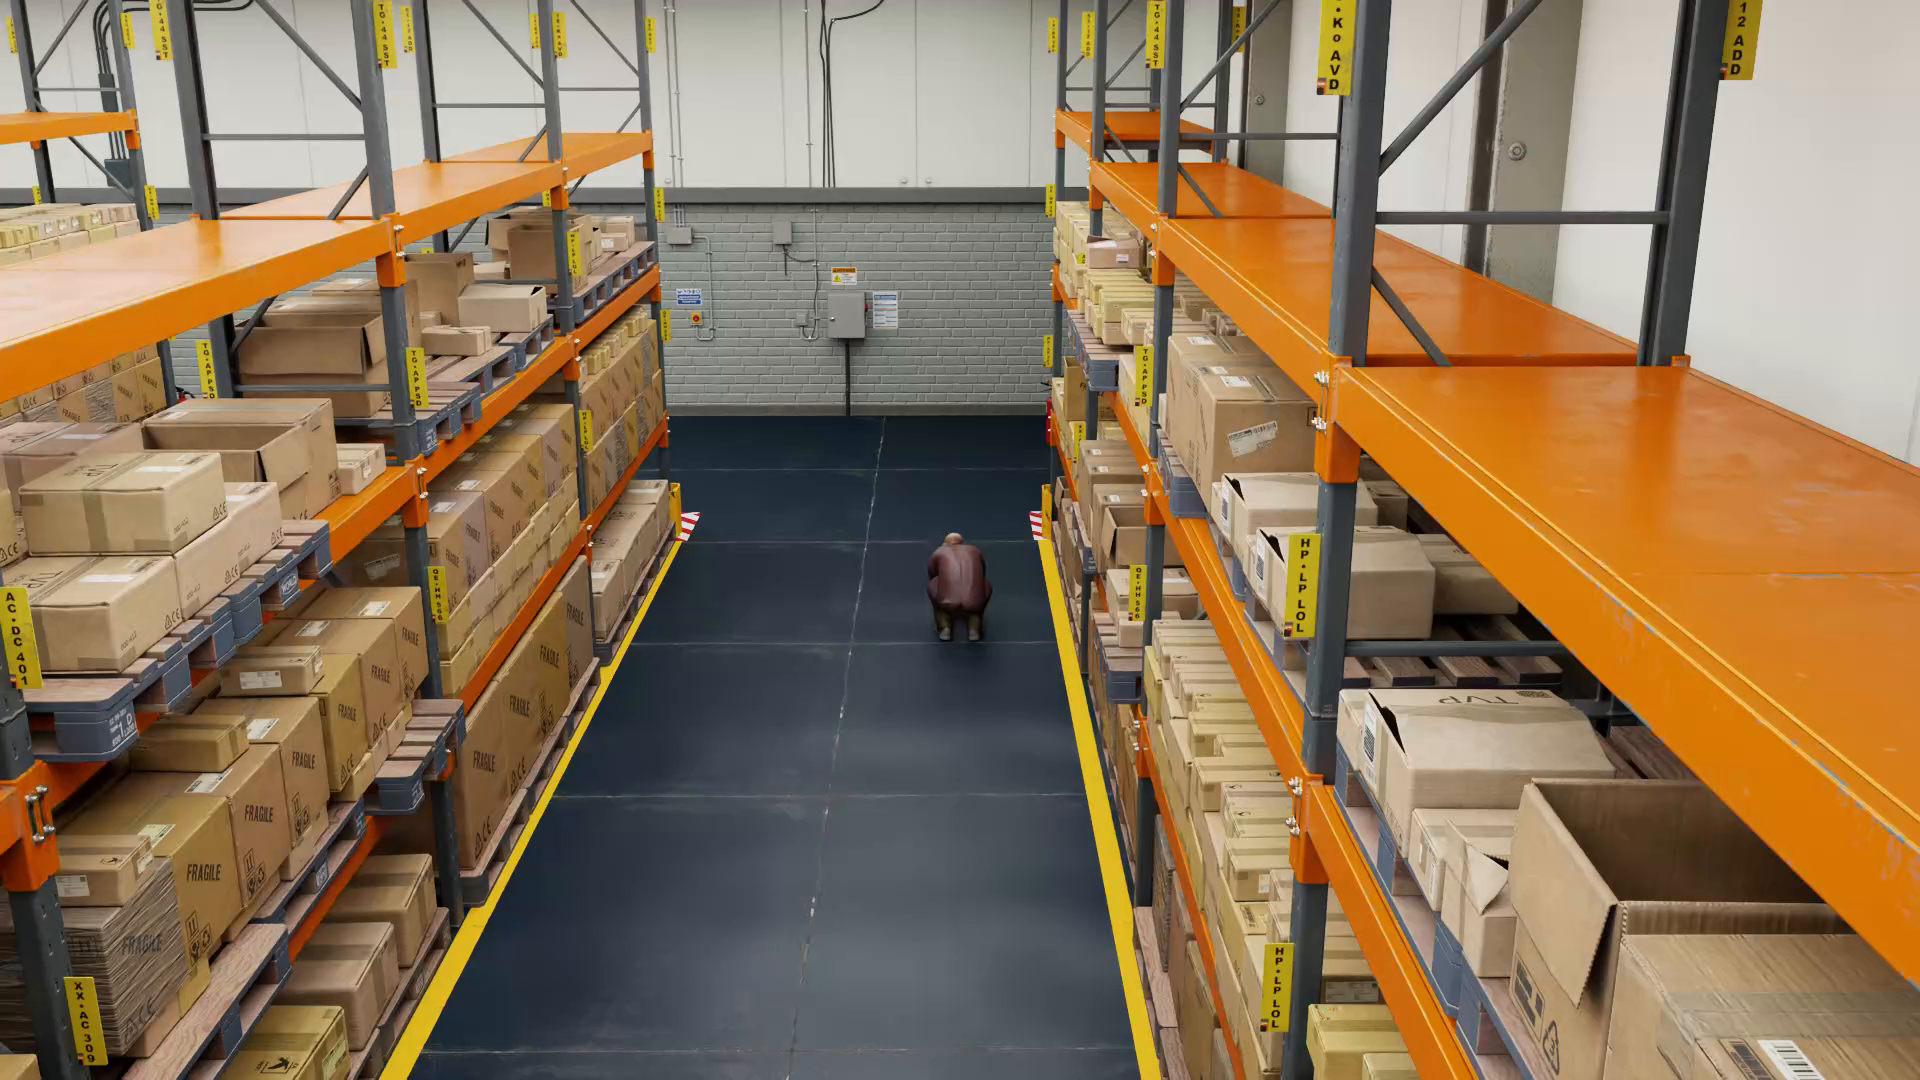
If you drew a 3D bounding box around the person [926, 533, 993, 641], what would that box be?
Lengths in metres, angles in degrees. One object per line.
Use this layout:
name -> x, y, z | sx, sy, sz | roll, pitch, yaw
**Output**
person -> -0.007, 0.438, 14.616 | 0.582, 0.845, 1.011 | 0, 17, -1
